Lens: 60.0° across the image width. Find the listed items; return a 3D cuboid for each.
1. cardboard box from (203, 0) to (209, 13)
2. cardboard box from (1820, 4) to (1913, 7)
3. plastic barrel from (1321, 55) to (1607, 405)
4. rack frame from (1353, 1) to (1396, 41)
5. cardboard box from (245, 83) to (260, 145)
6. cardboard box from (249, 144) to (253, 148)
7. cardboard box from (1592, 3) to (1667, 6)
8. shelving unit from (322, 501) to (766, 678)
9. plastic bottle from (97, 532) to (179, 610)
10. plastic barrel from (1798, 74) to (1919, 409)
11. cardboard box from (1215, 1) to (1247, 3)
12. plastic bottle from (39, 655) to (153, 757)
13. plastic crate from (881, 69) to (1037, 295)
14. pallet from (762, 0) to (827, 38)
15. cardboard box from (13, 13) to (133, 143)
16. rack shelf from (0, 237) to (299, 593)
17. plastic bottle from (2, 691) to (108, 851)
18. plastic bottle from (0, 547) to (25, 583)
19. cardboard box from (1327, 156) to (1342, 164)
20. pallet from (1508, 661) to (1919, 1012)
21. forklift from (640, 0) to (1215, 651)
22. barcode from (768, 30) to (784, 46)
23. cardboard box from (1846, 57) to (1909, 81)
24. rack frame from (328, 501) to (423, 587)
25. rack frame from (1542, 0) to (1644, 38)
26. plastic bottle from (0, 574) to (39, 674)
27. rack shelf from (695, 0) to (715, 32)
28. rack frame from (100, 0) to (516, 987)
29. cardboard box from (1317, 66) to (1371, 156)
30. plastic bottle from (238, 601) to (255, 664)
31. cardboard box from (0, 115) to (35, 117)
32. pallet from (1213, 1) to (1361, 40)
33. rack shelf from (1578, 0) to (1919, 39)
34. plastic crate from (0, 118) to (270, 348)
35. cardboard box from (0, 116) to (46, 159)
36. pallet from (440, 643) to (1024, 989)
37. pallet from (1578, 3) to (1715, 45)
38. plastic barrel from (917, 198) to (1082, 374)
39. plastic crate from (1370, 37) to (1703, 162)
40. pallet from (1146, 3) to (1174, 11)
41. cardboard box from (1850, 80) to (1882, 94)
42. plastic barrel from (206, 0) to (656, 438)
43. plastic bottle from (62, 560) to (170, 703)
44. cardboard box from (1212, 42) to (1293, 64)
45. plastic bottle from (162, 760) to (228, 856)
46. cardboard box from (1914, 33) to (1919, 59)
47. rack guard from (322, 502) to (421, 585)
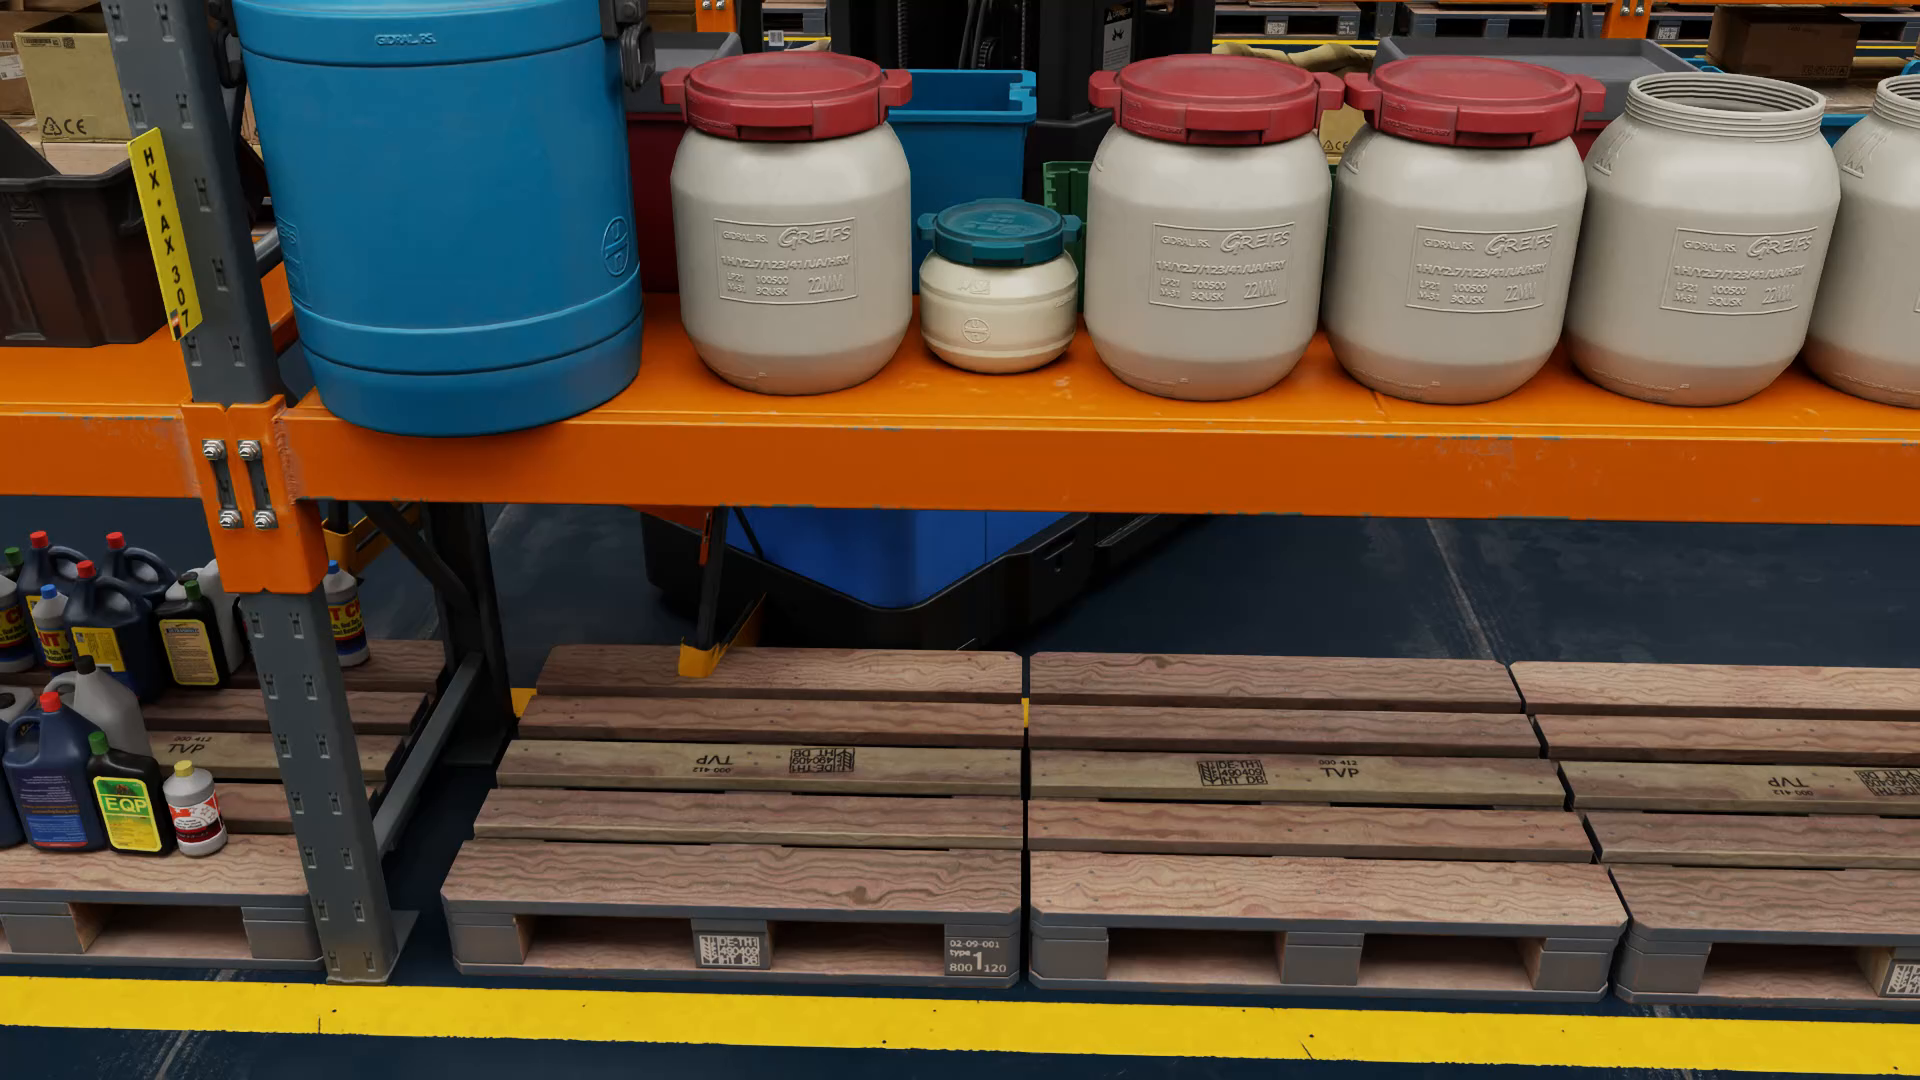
[{"bbox_3d":[-3.519,-2.431,8.321,0.500,0.500,0.500,1,28,2],"label":"cardboard box"},{"bbox_3d":[6.444,-4.315,12.034,0.750,0.750,0.750,1,28,2],"label":"cardboard box"},{"bbox_3d":[0.868,-0.546,2.933,0.433,0.535,0.433,0,28,0],"label":"plastic barrel"},{"bbox_3d":[3.101,-5.195,11.848,0.127,3.000,1.000,1,28,2],"label":"rack frame"},{"bbox_3d":[-3.038,-2.172,7.831,0.500,0.500,0.500,1,28,2],"label":"cardboard box"},{"bbox_3d":[-3.537,-1.851,8.027,0.500,0.250,0.500,1,28,2],"label":"cardboard box"},{"bbox_3d":[4.707,-4.340,12.081,0.750,0.750,0.750,1,28,2],"label":"cardboard box"},{"bbox_3d":[-0.965,-0.428,4.151,1.083,1.500,0.587,17,33,7],"label":"shelving unit"},{"bbox_3d":[-2.038,0.144,4.134,0.185,0.351,0.144,2,28,3],"label":"plastic bottle"},{"bbox_3d":[1.716,-0.524,2.917,0.421,0.512,0.421,0,28,0],"label":"plastic barrel"},{"bbox_3d":[1.869,-4.336,12.425,0.500,0.500,0.700,1,28,2],"label":"cardboard box"},{"bbox_3d":[-1.895,0.409,3.635,0.185,0.351,0.144,1,28,2],"label":"plastic bottle"},{"bbox_3d":[-0.133,-0.744,3.469,0.575,0.384,0.392,1,28,2],"label":"plastic crate"},{"bbox_3d":[-1.569,-4.024,12.615,1.213,0.211,1.003,1,28,2],"label":"pallet"},{"bbox_3d":[-4.037,-2.190,7.866,0.500,0.500,0.500,1,28,2],"label":"cardboard box"},{"bbox_3d":[-3.245,-0.339,3.455,4.000,0.370,1.077,1,28,2],"label":"rack shelf"},{"bbox_3d":[-1.900,0.476,3.508,0.185,0.351,0.144,0,28,0],"label":"plastic bottle"},{"bbox_3d":[-2.390,0.149,4.197,0.133,0.283,0.061,2,28,4],"label":"plastic bottle"},{"bbox_3d":[1.880,-1.748,7.833,0.500,0.250,0.500,1,28,1],"label":"cardboard box"},{"bbox_3d":[1.979,0.643,3.811,1.213,0.211,1.003,1,28,2],"label":"pallet"},{"bbox_3d":[0.395,-1.522,4.992,1.130,2.935,3.031,21,34,34],"label":"forklift"},{"bbox_3d":[-0.827,-2.258,7.480,0.075,0.075,0.001,1,28,2],"label":"barcode"},{"bbox_3d":[4.390,-2.052,8.118,0.500,0.500,0.500,0,28,0],"label":"cardboard box"},{"bbox_3d":[-1.455,-0.579,4.215,0.032,1.500,0.500,17,33,7],"label":"rack frame"},{"bbox_3d":[2.930,-2.876,7.474,0.127,3.000,1.000,1,28,2],"label":"rack frame"},{"bbox_3d":[-2.375,0.191,4.130,0.097,0.271,0.097,0,28,0],"label":"plastic bottle"},{"bbox_3d":[-3.066,-2.658,7.829,4.000,0.370,1.077,1,28,2],"label":"rack shelf"},{"bbox_3d":[-1.246,-0.624,3.225,0.127,3.000,1.000,1,28,2],"label":"rack frame"},{"bbox_3d":[1.878,-1.994,7.697,0.500,0.311,0.500,1,28,1],"label":"cardboard box"},{"bbox_3d":[-1.752,0.204,4.180,0.097,0.201,0.097,0,28,0],"label":"plastic bottle"},{"bbox_3d":[-4.519,-2.109,8.513,0.500,0.250,0.500,1,28,2],"label":"cardboard box"},{"bbox_3d":[2.320,-3.977,12.526,1.213,0.211,1.003,1,28,2],"label":"pallet"},{"bbox_3d":[4.929,-2.526,7.580,4.000,0.370,1.077,1,28,2],"label":"rack shelf"},{"bbox_3d":[-1.765,-0.665,3.368,0.504,0.338,0.767,1,28,2],"label":"plastic crate"},{"bbox_3d":[-4.537,-1.866,8.055,0.500,0.250,0.500,1,28,2],"label":"cardboard box"},{"bbox_3d":[-0.460,0.603,3.888,1.213,0.211,1.003,1,28,2],"label":"pallet"},{"bbox_3d":[5.102,-3.893,12.369,1.213,0.211,1.003,1,28,2],"label":"pallet"},{"bbox_3d":[0.071,-0.469,3.080,0.301,0.262,0.301,0,28,0],"label":"plastic barrel"},{"bbox_3d":[1.147,-0.756,3.405,0.583,0.464,0.402,1,28,2],"label":"plastic crate"},{"bbox_3d":[1.104,-3.998,12.567,1.213,0.211,1.003,1,28,2],"label":"pallet"},{"bbox_3d":[4.399,-1.808,7.658,0.500,0.500,0.500,1,28,1],"label":"cardboard box"},{"bbox_3d":[-0.871,-0.697,2.828,0.708,0.901,0.600,1,28,2],"label":"plastic barrel"},{"bbox_3d":[-2.043,0.212,4.006,0.185,0.351,0.144,1,28,2],"label":"plastic bottle"},{"bbox_3d":[1.382,-2.255,8.190,0.500,0.311,0.500,0,28,0],"label":"cardboard box"},{"bbox_3d":[-1.620,0.558,3.513,0.097,0.201,0.097,0,28,0],"label":"plastic bottle"},{"bbox_3d":[4.952,-2.378,7.932,0.500,0.250,0.500,0,28,1],"label":"cardboard box"},{"bbox_3d":[-1.550,-0.058,4.549,0.087,0.250,0.587,17,33,7],"label":"rack guard"}]
